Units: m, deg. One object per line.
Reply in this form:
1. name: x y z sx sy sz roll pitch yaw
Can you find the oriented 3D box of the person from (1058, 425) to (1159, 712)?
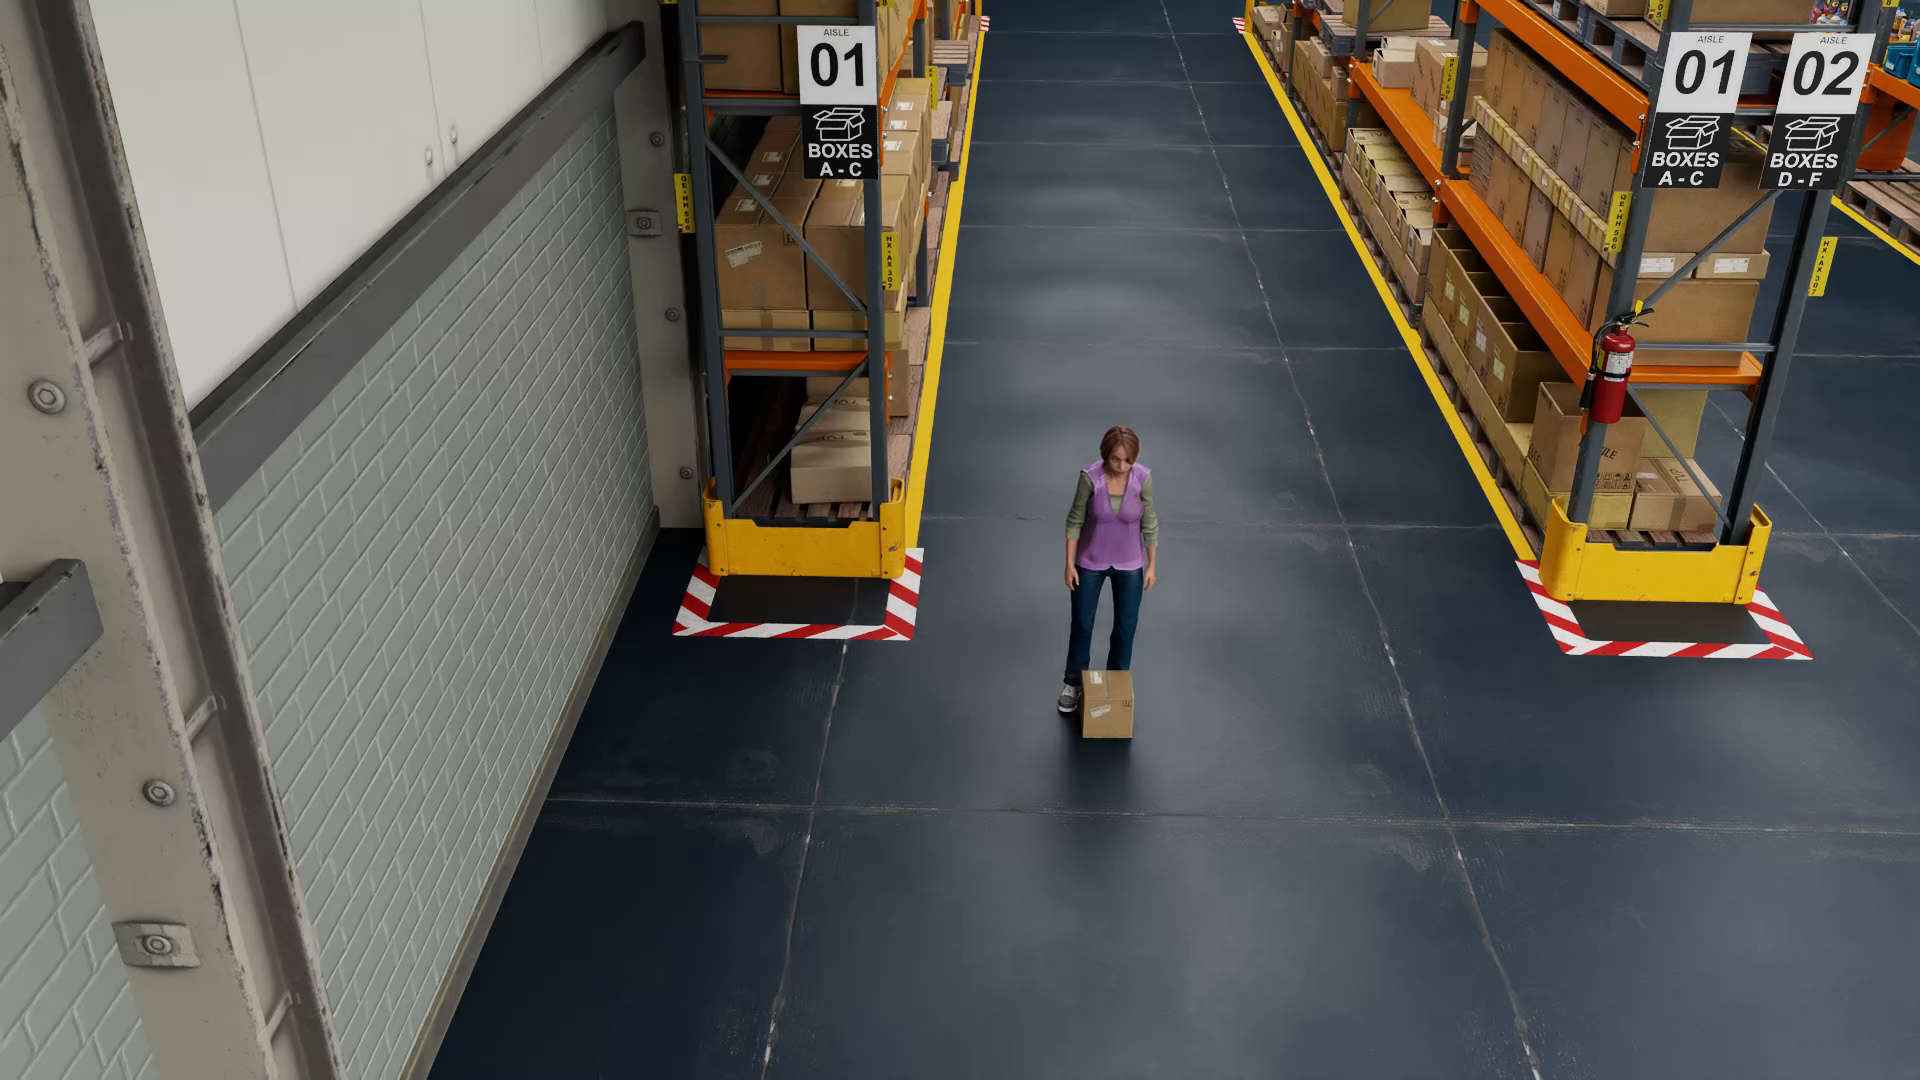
1. person: 0.750 0.136 8.382 0.477 1.594 0.343 0 28 0
